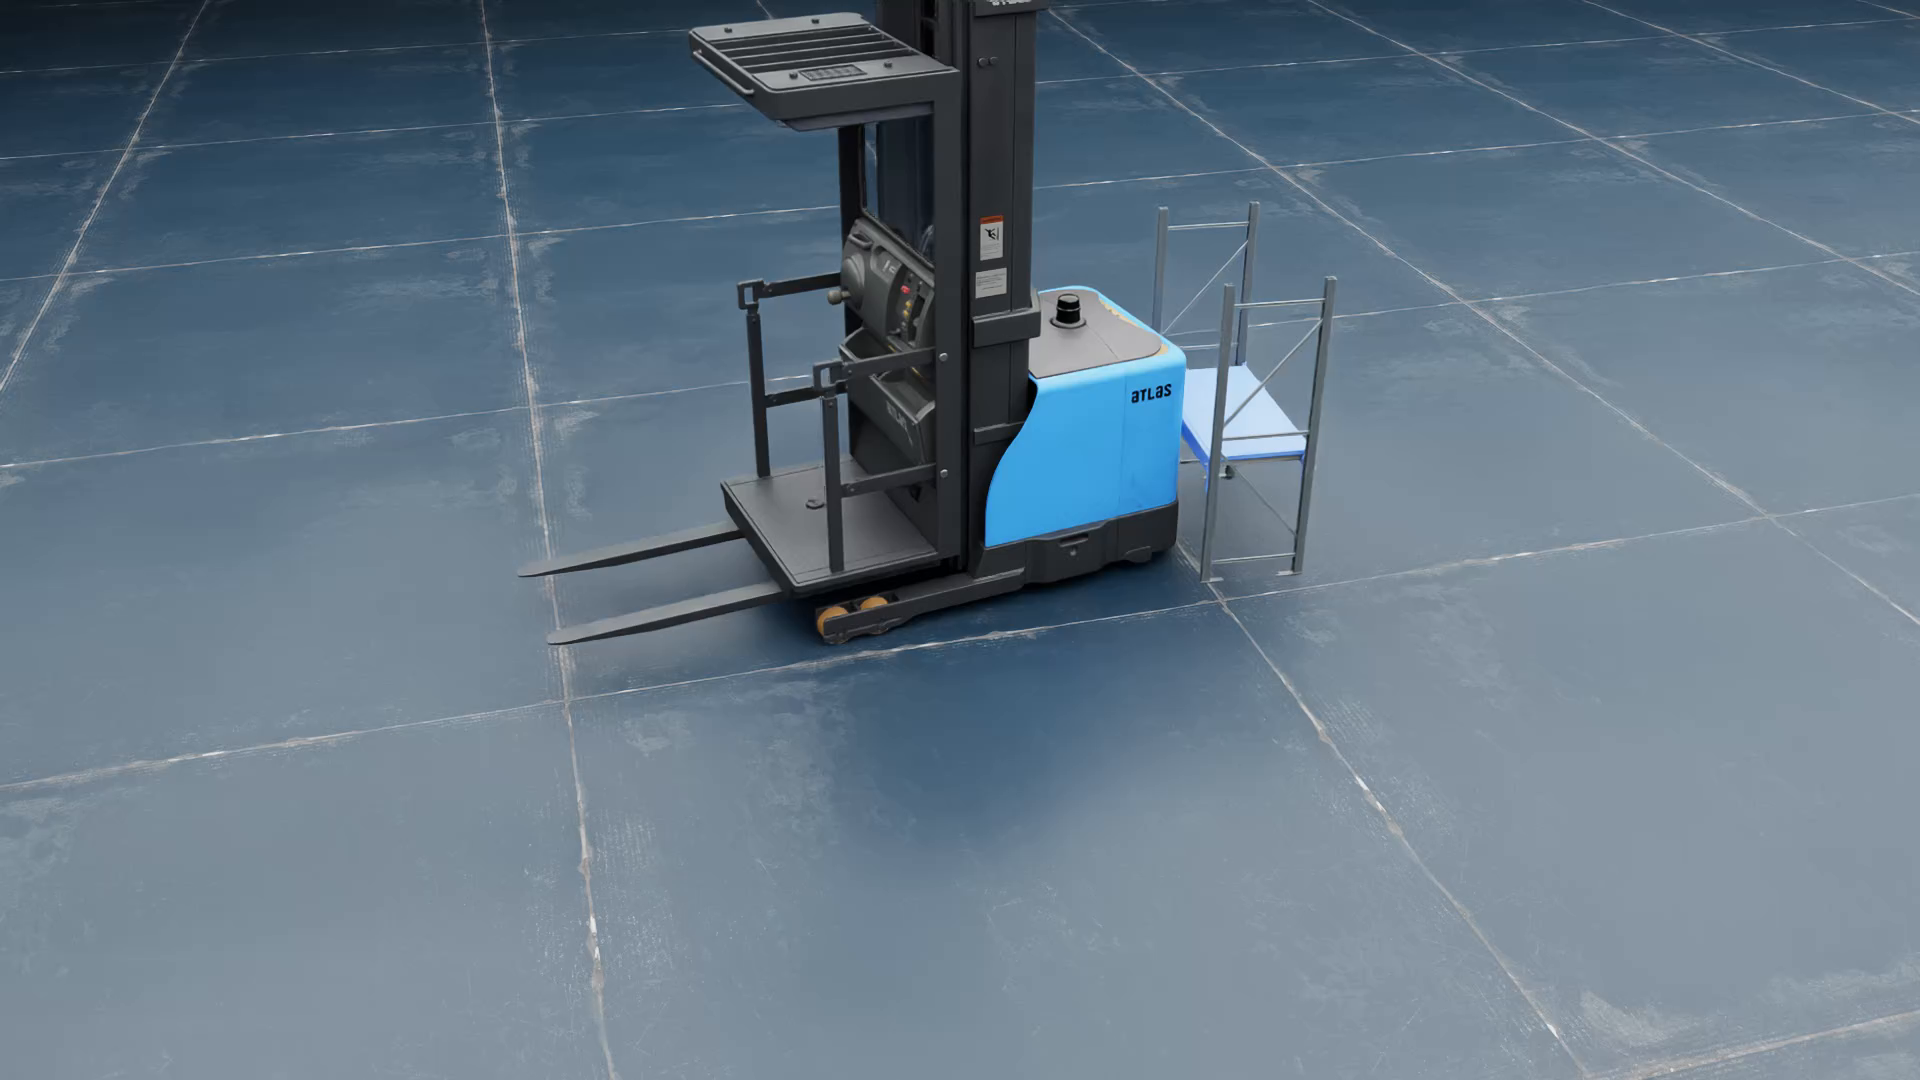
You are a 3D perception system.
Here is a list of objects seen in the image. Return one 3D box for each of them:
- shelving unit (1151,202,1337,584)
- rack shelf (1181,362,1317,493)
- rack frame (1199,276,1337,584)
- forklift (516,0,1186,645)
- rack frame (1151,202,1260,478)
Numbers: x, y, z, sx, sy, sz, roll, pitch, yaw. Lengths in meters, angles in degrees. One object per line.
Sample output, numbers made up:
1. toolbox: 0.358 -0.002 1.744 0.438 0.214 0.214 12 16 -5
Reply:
1. shelving unit: 1.298 -0.721 7.998 0.538 1.500 1.048 -5 30 -9
2. rack shelf: 1.298 -0.565 8.088 0.538 0.185 1.000 -5 30 -9
3. rack frame: 1.388 -0.470 7.565 0.500 1.500 0.032 -5 30 -9
4. forklift: -0.507 -1.103 7.230 3.031 2.935 1.130 -13 33 -21
5. rack frame: 1.209 -0.971 8.431 0.500 1.500 0.032 -5 30 -9
